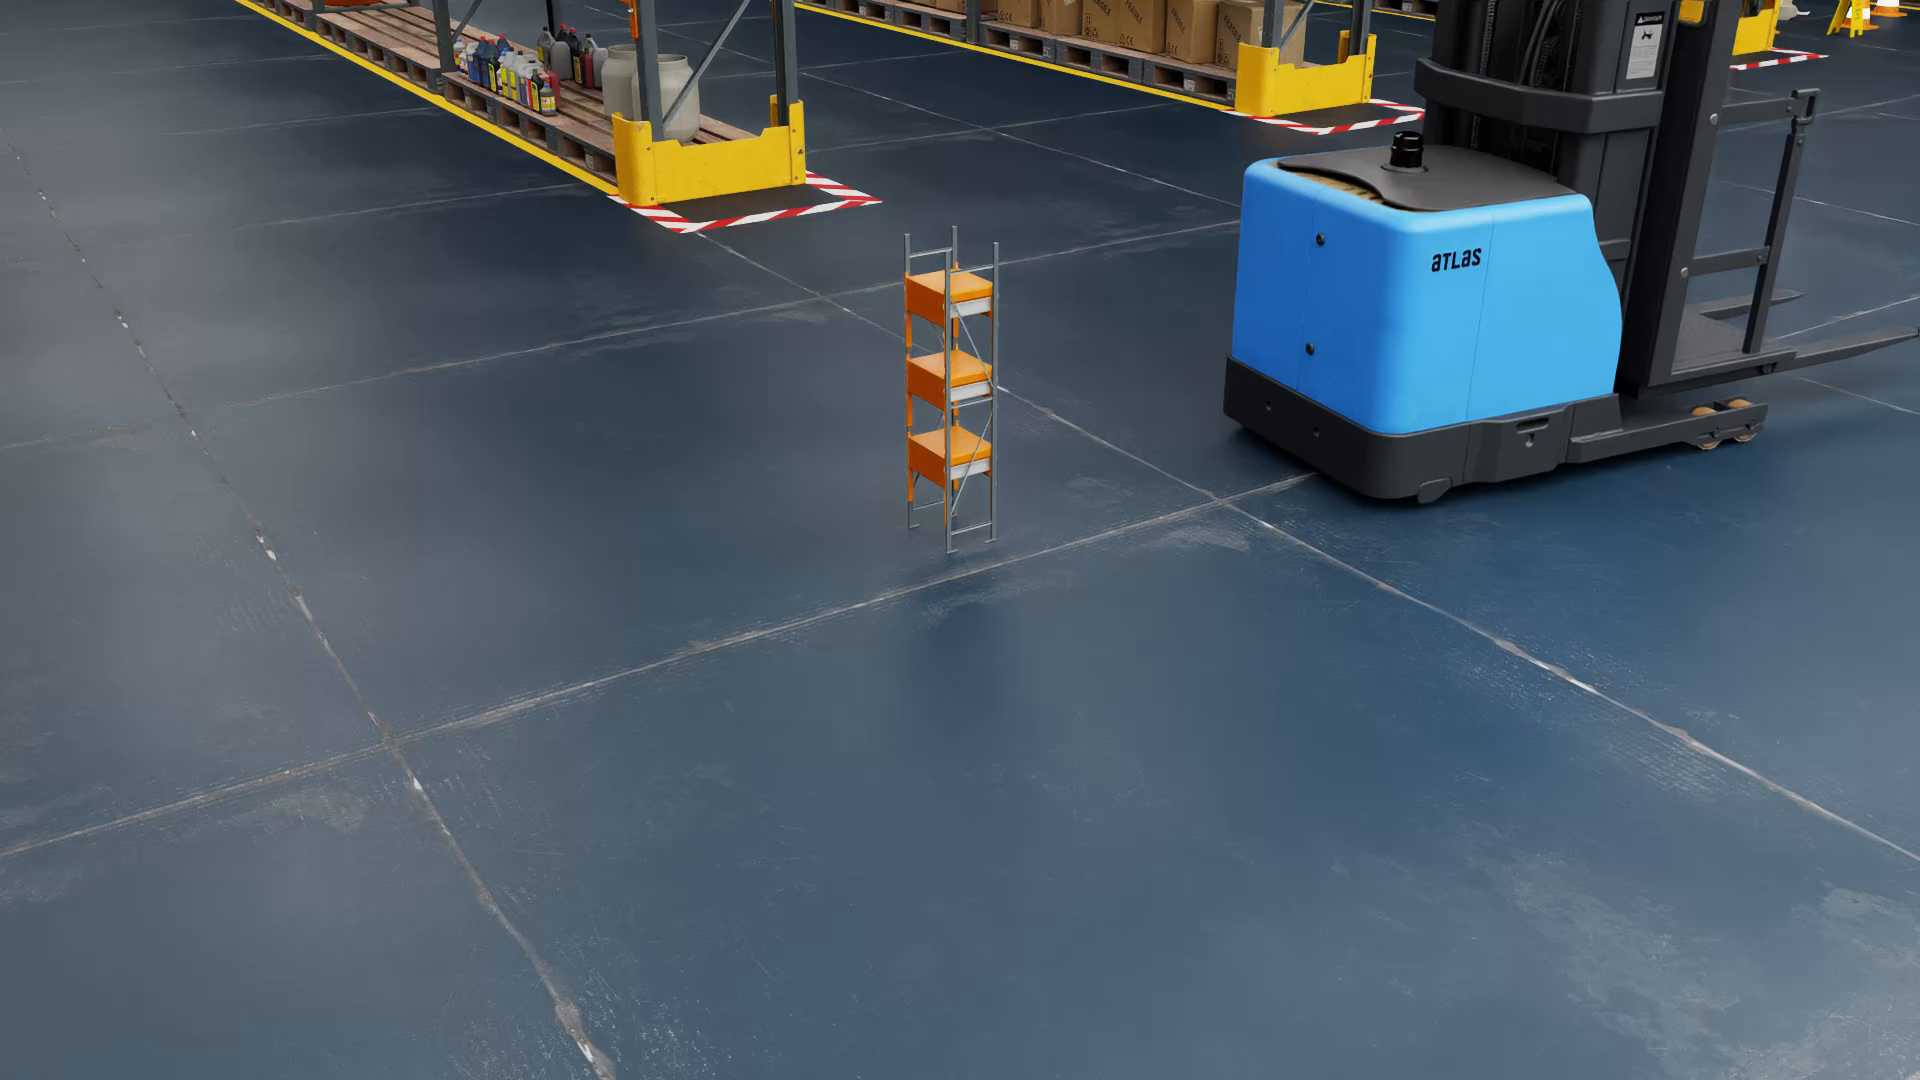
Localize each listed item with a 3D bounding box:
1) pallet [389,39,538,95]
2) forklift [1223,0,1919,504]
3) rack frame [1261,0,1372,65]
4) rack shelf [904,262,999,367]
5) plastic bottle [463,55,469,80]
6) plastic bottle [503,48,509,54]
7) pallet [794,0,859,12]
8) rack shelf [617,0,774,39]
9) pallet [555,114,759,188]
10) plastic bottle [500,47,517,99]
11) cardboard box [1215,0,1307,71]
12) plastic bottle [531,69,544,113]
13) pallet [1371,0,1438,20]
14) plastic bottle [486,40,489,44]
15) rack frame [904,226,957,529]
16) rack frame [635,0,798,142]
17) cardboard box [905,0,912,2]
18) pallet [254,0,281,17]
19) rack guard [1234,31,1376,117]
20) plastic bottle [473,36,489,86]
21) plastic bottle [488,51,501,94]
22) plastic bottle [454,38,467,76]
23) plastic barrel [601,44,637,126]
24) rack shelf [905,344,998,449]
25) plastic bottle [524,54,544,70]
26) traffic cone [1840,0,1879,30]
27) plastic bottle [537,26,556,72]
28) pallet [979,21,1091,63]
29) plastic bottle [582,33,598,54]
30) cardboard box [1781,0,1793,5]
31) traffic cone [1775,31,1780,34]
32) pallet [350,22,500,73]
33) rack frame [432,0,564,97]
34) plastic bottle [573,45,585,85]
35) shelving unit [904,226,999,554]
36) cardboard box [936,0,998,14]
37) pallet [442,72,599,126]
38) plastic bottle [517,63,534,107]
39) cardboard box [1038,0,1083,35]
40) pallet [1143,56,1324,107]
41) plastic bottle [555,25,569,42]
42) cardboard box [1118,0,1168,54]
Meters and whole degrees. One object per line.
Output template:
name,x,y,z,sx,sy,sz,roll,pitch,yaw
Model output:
pallet,-4.101,-3.974,13.921,1.003,0.211,1.213,-16,29,-30
forklift,2.613,-1.867,6.273,3.031,2.935,1.130,-11,28,-23
rack frame,2.694,-4.687,12.165,1.000,3.000,0.127,-16,29,-30
rack shelf,-0.029,-0.741,5.450,0.215,0.259,0.240,-16,29,-30
plastic bottle,-3.722,-3.608,12.642,0.097,0.201,0.097,0,25,0
plastic bottle,-3.366,-3.519,12.372,0.097,0.271,0.097,0,25,0
pallet,-1.248,-6.007,18.228,1.003,0.211,1.213,-16,29,-30
rack shelf,-2.548,-3.923,11.388,1.077,0.370,4.000,-16,29,-30
pallet,-1.976,-2.580,10.967,1.003,0.211,1.213,-16,29,-30
plastic bottle,-3.211,-3.359,11.940,0.144,0.351,0.185,-16,30,-30
cardboard box,2.367,-3.974,13.090,0.500,0.500,0.500,-10,27,-20
plastic bottle,-2.905,-3.096,11.460,0.061,0.283,0.133,-15,29,-28
pallet,5.071,-5.686,17.548,1.003,0.211,1.213,-16,29,-30
plastic bottle,-3.545,-3.634,12.600,0.061,0.283,0.133,-16,29,-30
rack frame,-0.096,-0.538,5.659,0.200,1.050,0.008,-16,29,-30
rack frame,-1.456,-3.533,9.720,1.000,3.000,0.127,-16,29,-30
cardboard box,-0.357,-5.786,16.905,0.700,0.500,0.500,-18,31,-34
pallet,-6.950,-5.841,17.876,1.003,0.211,1.213,-16,29,-30
rack guard,2.652,-3.584,12.756,1.175,0.500,0.348,-16,29,-30
plastic bottle,-3.547,-3.579,12.405,0.144,0.351,0.185,-15,29,-28
plastic bottle,-3.388,-3.412,12.131,0.061,0.283,0.133,-14,29,-27
plastic bottle,-3.833,-3.712,12.781,0.097,0.271,0.097,0,25,0
plastic barrel,-2.153,-2.994,11.002,0.421,0.512,0.421,0,25,0
rack shelf,-0.029,-0.484,5.571,0.215,0.259,0.240,-16,29,-30
plastic bottle,-3.101,-3.369,12.048,0.152,0.276,0.135,-16,29,-30
traffic cone,8.937,-5.322,16.482,0.336,0.463,0.334,-16,29,-30
plastic bottle,-3.167,-3.768,12.805,0.144,0.351,0.185,-16,29,-30
pallet,0.907,-4.625,15.299,1.003,0.211,1.213,-16,29,-30
plastic bottle,-2.765,-3.617,12.486,0.144,0.351,0.185,-16,29,-30
cardboard box,8.589,-5.705,17.661,0.380,0.149,0.250,-1,25,-3
traffic cone,7.805,-5.180,16.181,0.336,0.463,0.334,-16,29,-30
pallet,-4.771,-4.411,14.847,1.003,0.211,1.213,-16,29,-30
rack frame,-3.640,-4.963,12.750,1.000,3.000,0.127,-16,29,-30
plastic bottle,-2.837,-3.554,12.430,0.061,0.283,0.133,-16,29,-30
shelving unit,-0.029,-0.494,5.566,0.215,1.050,0.252,-16,29,-30
cardboard box,0.193,-5.411,16.111,0.700,0.500,0.500,-18,31,-33
pallet,-3.308,-3.452,12.816,1.003,0.211,1.213,-16,29,-30
plastic bottle,-3.016,-3.201,11.692,0.152,0.276,0.135,-16,30,-31
cardboard box,1.014,-4.822,14.886,0.500,0.500,0.500,-6,26,-13
pallet,2.239,-3.752,13.450,1.003,0.211,1.213,-16,29,-30
plastic bottle,-3.046,-3.801,12.876,0.144,0.351,0.185,-16,30,-31
cardboard box,1.686,-4.408,14.010,0.500,0.500,0.500,-13,28,-25
